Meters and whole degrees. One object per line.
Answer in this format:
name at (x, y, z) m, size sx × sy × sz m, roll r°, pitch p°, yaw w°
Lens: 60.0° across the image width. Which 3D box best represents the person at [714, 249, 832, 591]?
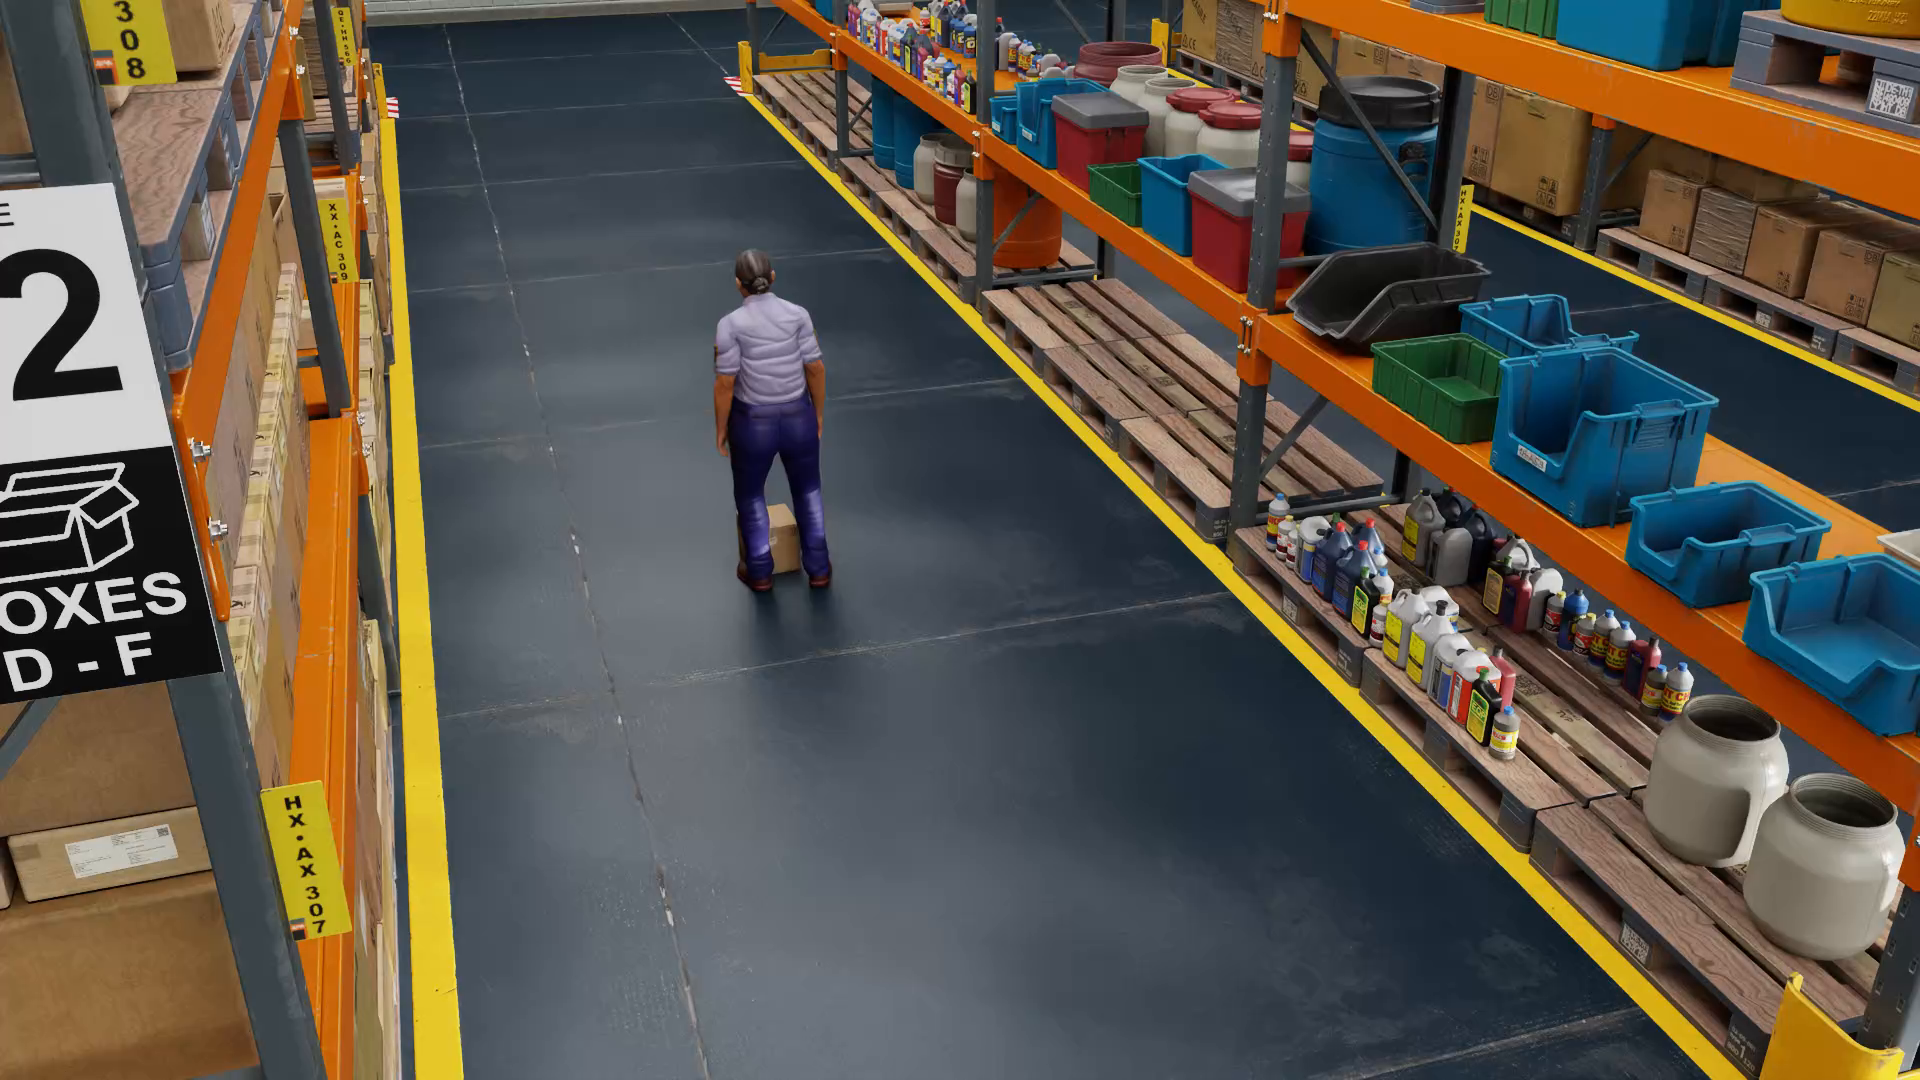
person at (-0.870, -0.530, 7.703) m, size 0.555 × 1.636 × 0.425 m, roll -10°, pitch 28°, yaw -19°
